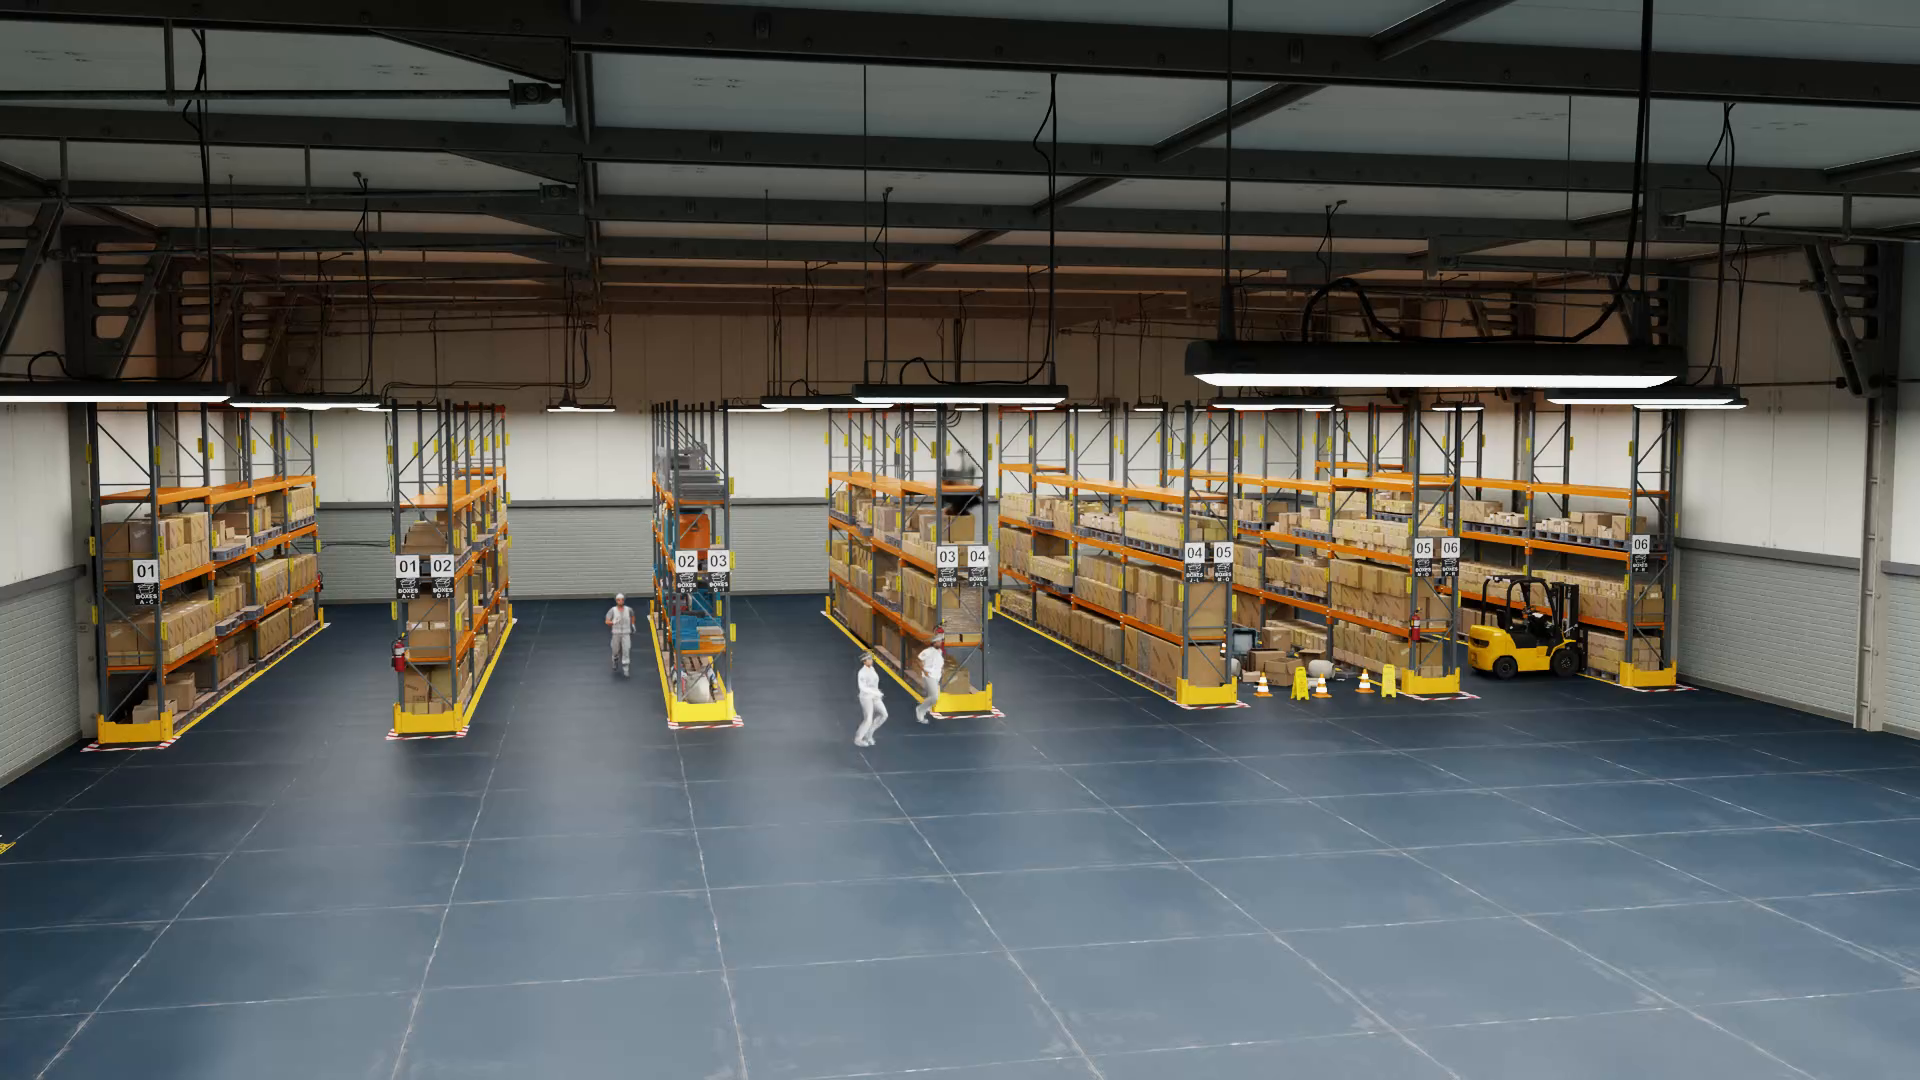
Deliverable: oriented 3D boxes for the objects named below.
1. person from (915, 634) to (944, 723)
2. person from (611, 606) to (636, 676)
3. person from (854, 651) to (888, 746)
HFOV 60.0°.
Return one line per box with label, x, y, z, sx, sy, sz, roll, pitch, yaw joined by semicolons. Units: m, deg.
person;-0.572;2.566;30.956;0.455;1.640;0.529;3;5;34
person;-7.388;2.182;36.507;0.545;1.516;0.986;-1;5;-18
person;-1.545;2.729;28.685;0.600;1.651;0.628;2;5;24
